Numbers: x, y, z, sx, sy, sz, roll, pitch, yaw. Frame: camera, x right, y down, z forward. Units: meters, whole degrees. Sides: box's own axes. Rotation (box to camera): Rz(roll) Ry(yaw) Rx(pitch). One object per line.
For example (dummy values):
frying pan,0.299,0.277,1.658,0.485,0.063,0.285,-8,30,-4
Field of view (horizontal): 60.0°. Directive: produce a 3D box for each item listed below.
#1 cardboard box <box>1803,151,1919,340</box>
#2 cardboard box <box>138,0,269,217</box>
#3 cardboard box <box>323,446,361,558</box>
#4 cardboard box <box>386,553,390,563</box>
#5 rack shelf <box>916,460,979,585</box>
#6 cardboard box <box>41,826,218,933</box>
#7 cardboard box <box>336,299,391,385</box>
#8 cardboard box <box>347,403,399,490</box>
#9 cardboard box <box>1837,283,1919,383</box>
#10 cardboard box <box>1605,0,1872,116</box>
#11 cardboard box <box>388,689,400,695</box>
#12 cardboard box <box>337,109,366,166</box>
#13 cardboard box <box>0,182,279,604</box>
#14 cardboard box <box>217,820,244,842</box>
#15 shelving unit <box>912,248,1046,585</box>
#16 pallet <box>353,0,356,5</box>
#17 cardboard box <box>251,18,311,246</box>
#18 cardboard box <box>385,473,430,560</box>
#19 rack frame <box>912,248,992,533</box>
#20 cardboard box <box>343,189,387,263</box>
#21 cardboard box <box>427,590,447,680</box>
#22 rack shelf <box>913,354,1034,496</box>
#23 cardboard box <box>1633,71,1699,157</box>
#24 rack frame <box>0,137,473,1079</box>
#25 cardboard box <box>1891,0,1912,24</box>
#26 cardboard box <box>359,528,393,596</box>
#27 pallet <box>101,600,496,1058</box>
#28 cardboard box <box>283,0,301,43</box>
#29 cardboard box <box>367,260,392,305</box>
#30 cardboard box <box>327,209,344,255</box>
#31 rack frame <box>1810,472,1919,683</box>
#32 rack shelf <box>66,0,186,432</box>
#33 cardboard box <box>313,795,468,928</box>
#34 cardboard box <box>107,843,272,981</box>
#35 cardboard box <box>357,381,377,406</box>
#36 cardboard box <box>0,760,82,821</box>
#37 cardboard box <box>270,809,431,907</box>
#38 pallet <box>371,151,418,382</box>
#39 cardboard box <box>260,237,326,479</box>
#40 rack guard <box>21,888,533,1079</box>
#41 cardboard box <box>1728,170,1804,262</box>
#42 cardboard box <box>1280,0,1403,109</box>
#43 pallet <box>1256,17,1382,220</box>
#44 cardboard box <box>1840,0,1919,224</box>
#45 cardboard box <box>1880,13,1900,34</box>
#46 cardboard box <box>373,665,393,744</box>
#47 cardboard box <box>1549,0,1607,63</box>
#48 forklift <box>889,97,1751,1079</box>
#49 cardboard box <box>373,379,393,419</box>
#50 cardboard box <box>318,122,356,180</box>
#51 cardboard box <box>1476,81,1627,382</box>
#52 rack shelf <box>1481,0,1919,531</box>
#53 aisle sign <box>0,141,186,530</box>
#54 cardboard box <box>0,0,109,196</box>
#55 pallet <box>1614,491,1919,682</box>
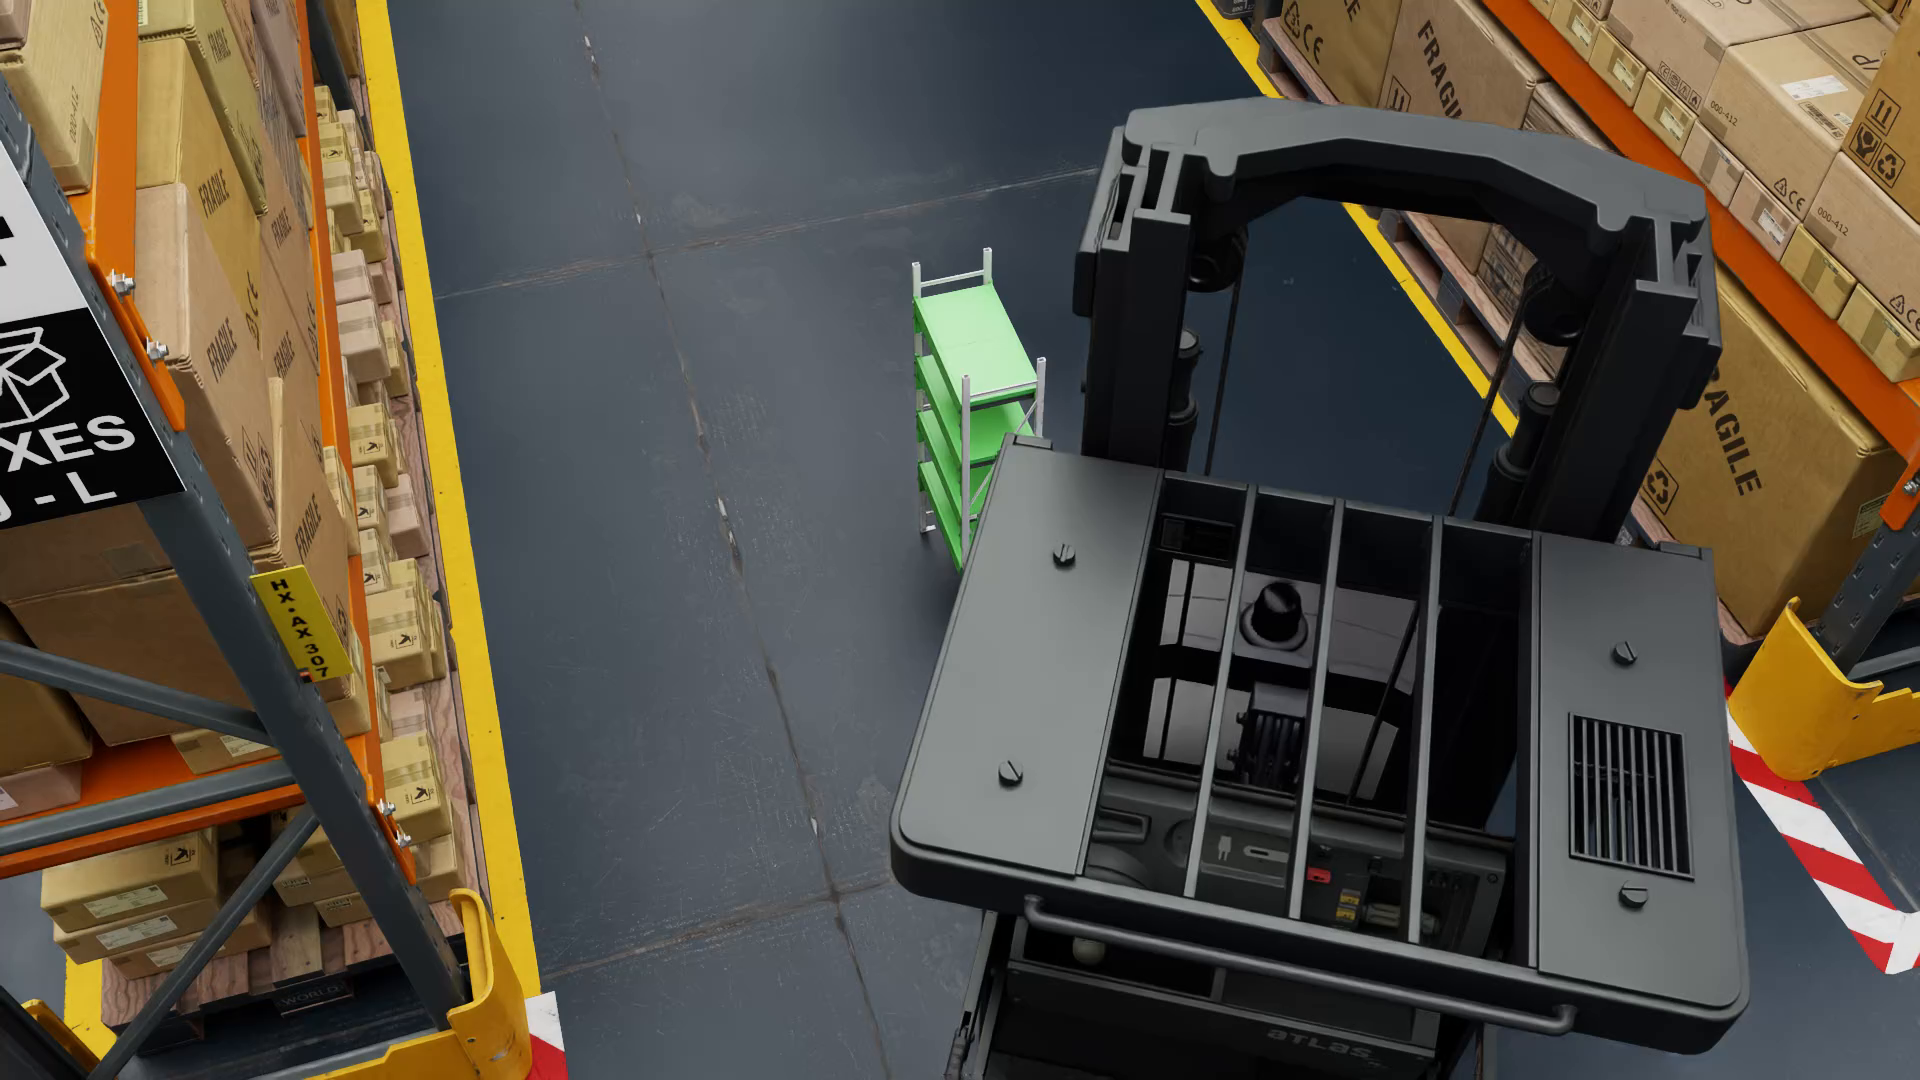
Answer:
cardboard box,2.632,-0.826,4.388,0.500,0.250,0.500,-14,51,-12
cardboard box,-1.906,-1.027,3.740,0.500,0.500,0.500,-14,51,-12
cardboard box,-1.665,-0.052,3.996,0.380,0.149,0.250,-15,51,-12
cardboard box,-1.974,0.054,5.138,0.380,0.149,0.250,-16,52,-13
rack shelf,0.049,-0.070,5.422,0.258,0.148,0.480,-13,51,-11
cardboard box,-2.137,0.826,4.293,0.380,0.149,0.250,-13,51,-11
cardboard box,-2.112,-0.629,5.520,0.380,0.149,0.250,-15,51,-12
cardboard box,-1.977,-0.261,5.209,0.380,0.149,0.250,-13,51,-10
cardboard box,2.609,-0.589,4.449,0.380,0.149,0.250,-12,51,-10
cardboard box,2.332,-1.568,5.014,0.500,0.250,0.500,-15,51,-12
cardboard box,-1.832,0.439,4.814,0.380,0.149,0.250,-13,51,-11
cardboard box,-2.525,-1.512,6.458,0.380,0.149,0.250,-12,51,-10
cardboard box,-1.618,-0.275,3.106,0.500,0.500,0.500,-14,51,-11
cardboard box,-2.193,0.727,4.571,0.380,0.149,0.250,-14,51,-12
shelving unit,0.049,-0.266,5.189,0.258,1.200,0.503,-13,51,-11
pallet,-3.518,-2.920,8.074,1.003,0.211,1.213,-13,51,-11
cardboard box,-2.080,-1.072,4.432,0.500,0.500,0.500,-15,51,-12
cardboard box,-1.951,-0.039,5.411,0.380,0.149,0.250,-16,52,-13
rack frame,-0.023,-0.444,5.340,0.240,1.200,0.015,-13,51,-11
cardboard box,-2.337,-1.126,6.133,0.380,0.149,0.250,-15,51,-12
cardboard box,-1.794,0.328,5.102,0.380,0.149,0.250,-13,51,-11
rack shelf,0.049,-0.379,5.055,0.258,0.148,0.480,-13,51,-11
cardboard box,2.306,-1.335,5.078,0.380,0.149,0.250,-14,51,-12
rack frame,-1.739,0.563,3.313,1.000,3.000,0.127,-13,51,-11
cardboard box,2.997,-1.550,4.508,0.500,0.500,0.500,-14,51,-12
cardboard box,-1.870,0.146,4.866,0.380,0.149,0.250,-16,52,-13
pallet,-1.968,0.805,4.933,1.003,0.211,1.213,-13,51,-11
cardboard box,-2.356,-1.817,5.060,0.500,0.500,0.500,-15,51,-12
cardboard box,-2.343,-0.978,6.203,0.380,0.149,0.250,-15,51,-12
cardboard box,-2.372,-1.000,5.832,0.380,0.149,0.250,-12,51,-10
rack frame,3.029,-0.484,4.196,1.000,3.000,0.127,-13,51,-11
rack shelf,-2.330,-1.632,3.673,1.077,0.370,4.000,-13,51,-11
cardboard box,-1.588,0.892,4.626,0.380,0.149,0.250,-12,51,-10
cardboard box,-2.094,1.010,4.527,0.380,0.149,0.250,-13,51,-10
cardboard box,-2.202,-0.539,5.637,0.380,0.149,0.250,-16,52,-13
cardboard box,-2.105,0.470,3.556,0.380,0.149,0.250,-13,51,-11
cardboard box,-1.648,0.810,4.500,0.380,0.149,0.250,-11,51,-9
pallet,-2.689,-0.977,6.435,1.003,0.211,1.213,-13,51,-11
cardboard box,-1.790,-0.340,3.815,0.500,0.500,0.500,-13,51,-11
rack guard,-1.761,1.313,4.316,1.175,0.500,0.348,-13,51,-11
cardboard box,2.457,-0.963,4.764,0.380,0.149,0.250,-13,51,-11
cardboard box,1.965,-2.356,6.889,0.875,0.875,0.875,-13,51,-11
pallet,1.997,-1.934,7.242,1.003,0.211,1.213,-13,51,-11
cardboard box,2.634,-1.070,4.103,0.500,0.500,0.500,-13,51,-11
cardboard box,2.985,-1.322,4.806,0.500,0.250,0.500,-14,51,-11
cardboard box,-1.766,0.521,4.549,0.380,0.149,0.250,-12,51,-10
cardboard box,2.158,-1.706,5.390,0.380,0.149,0.250,-12,51,-10
forklift,0.529,0.811,3.149,1.130,2.935,3.031,10,51,8
cardboard box,-2.161,-0.404,5.718,0.380,0.149,0.250,-12,51,-10
cardboard box,-2.454,-1.388,6.159,0.380,0.149,0.250,-13,51,-11
cardboard box,2.495,-1.049,5.787,0.875,0.875,0.875,-13,51,-11
rack shelf,2.438,-1.713,5.703,1.077,0.370,4.000,-13,51,-11
aisle sign,-1.431,-0.289,2.332,0.394,0.787,0.004,-13,51,-11
cardboard box,-1.627,-0.741,2.549,0.500,0.250,0.500,-12,51,-10
pallet,2.718,-0.152,5.740,1.003,0.211,1.213,-13,51,-11
